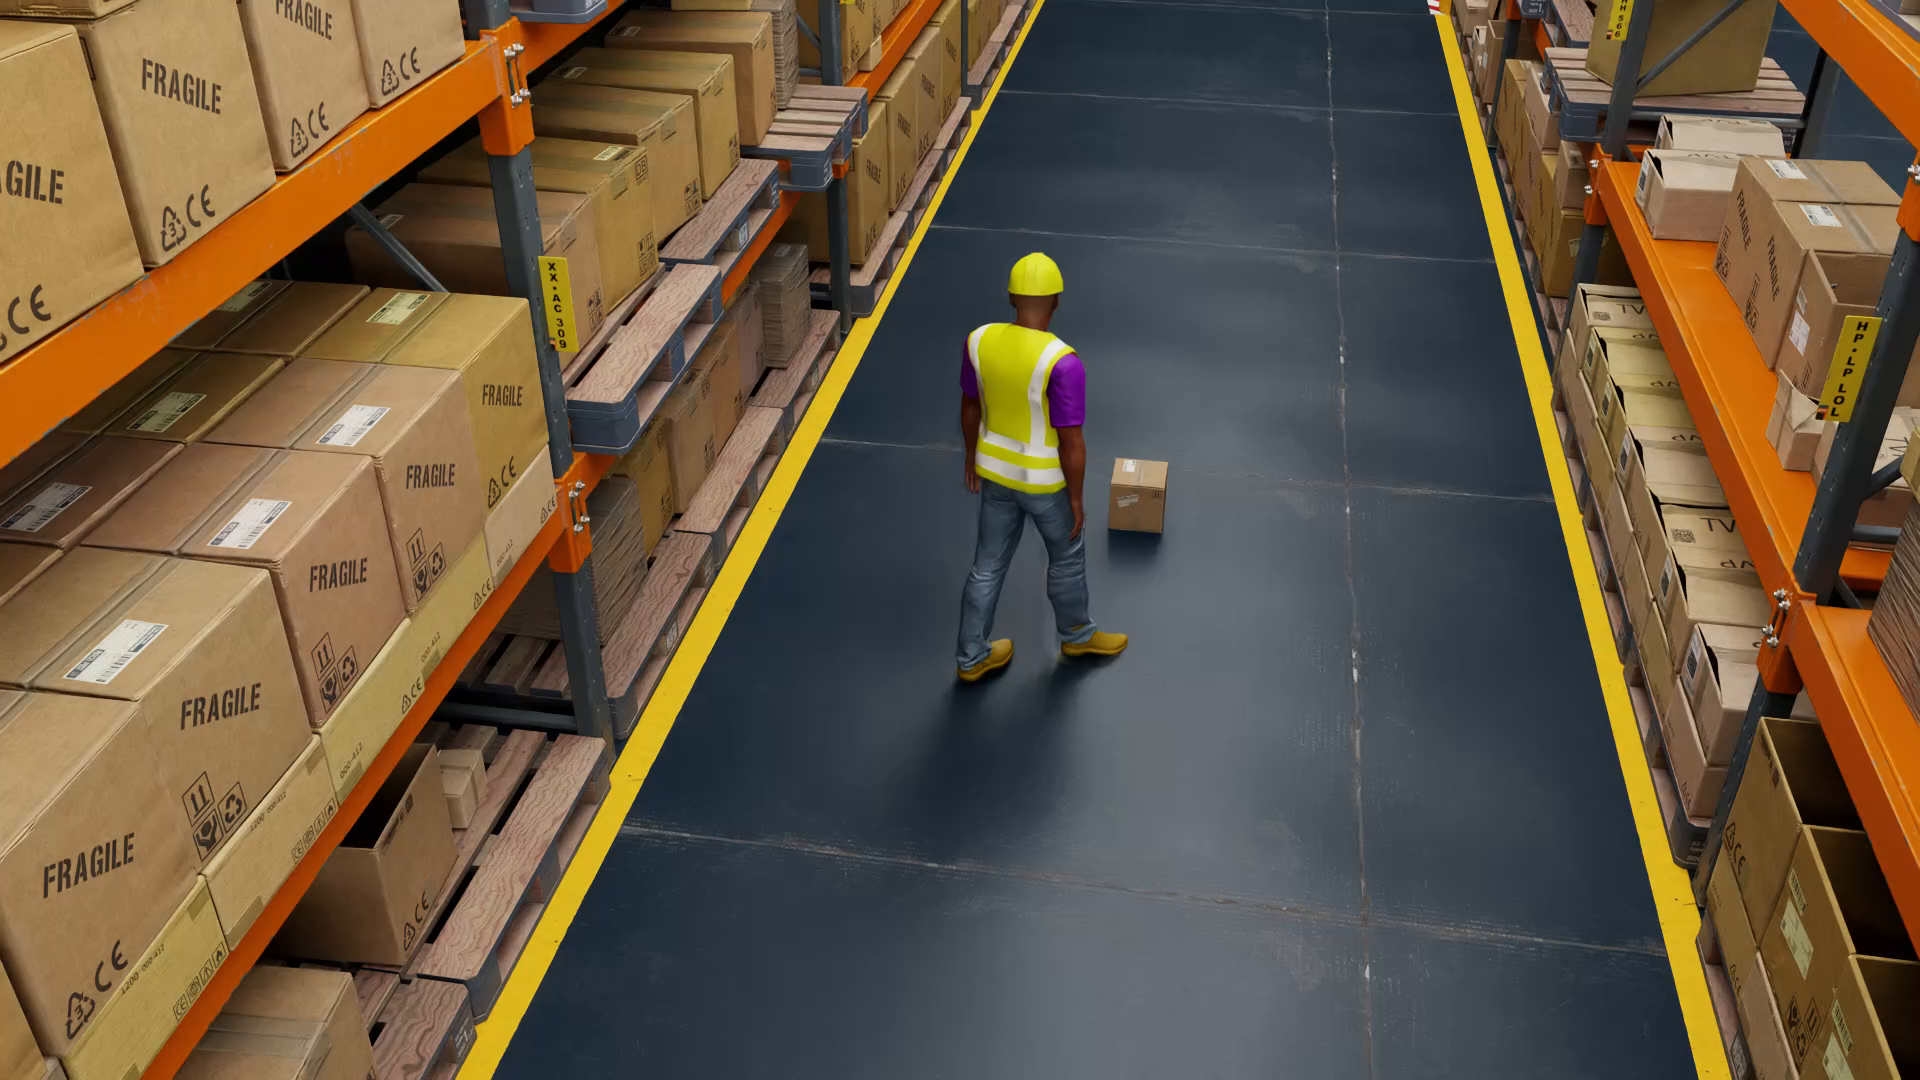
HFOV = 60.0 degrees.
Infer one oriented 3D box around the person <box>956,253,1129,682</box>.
[{"bbox_3d":[0.265,-0.261,6.534,0.636,1.776,0.712,23,39,32],"label":"person"}]
